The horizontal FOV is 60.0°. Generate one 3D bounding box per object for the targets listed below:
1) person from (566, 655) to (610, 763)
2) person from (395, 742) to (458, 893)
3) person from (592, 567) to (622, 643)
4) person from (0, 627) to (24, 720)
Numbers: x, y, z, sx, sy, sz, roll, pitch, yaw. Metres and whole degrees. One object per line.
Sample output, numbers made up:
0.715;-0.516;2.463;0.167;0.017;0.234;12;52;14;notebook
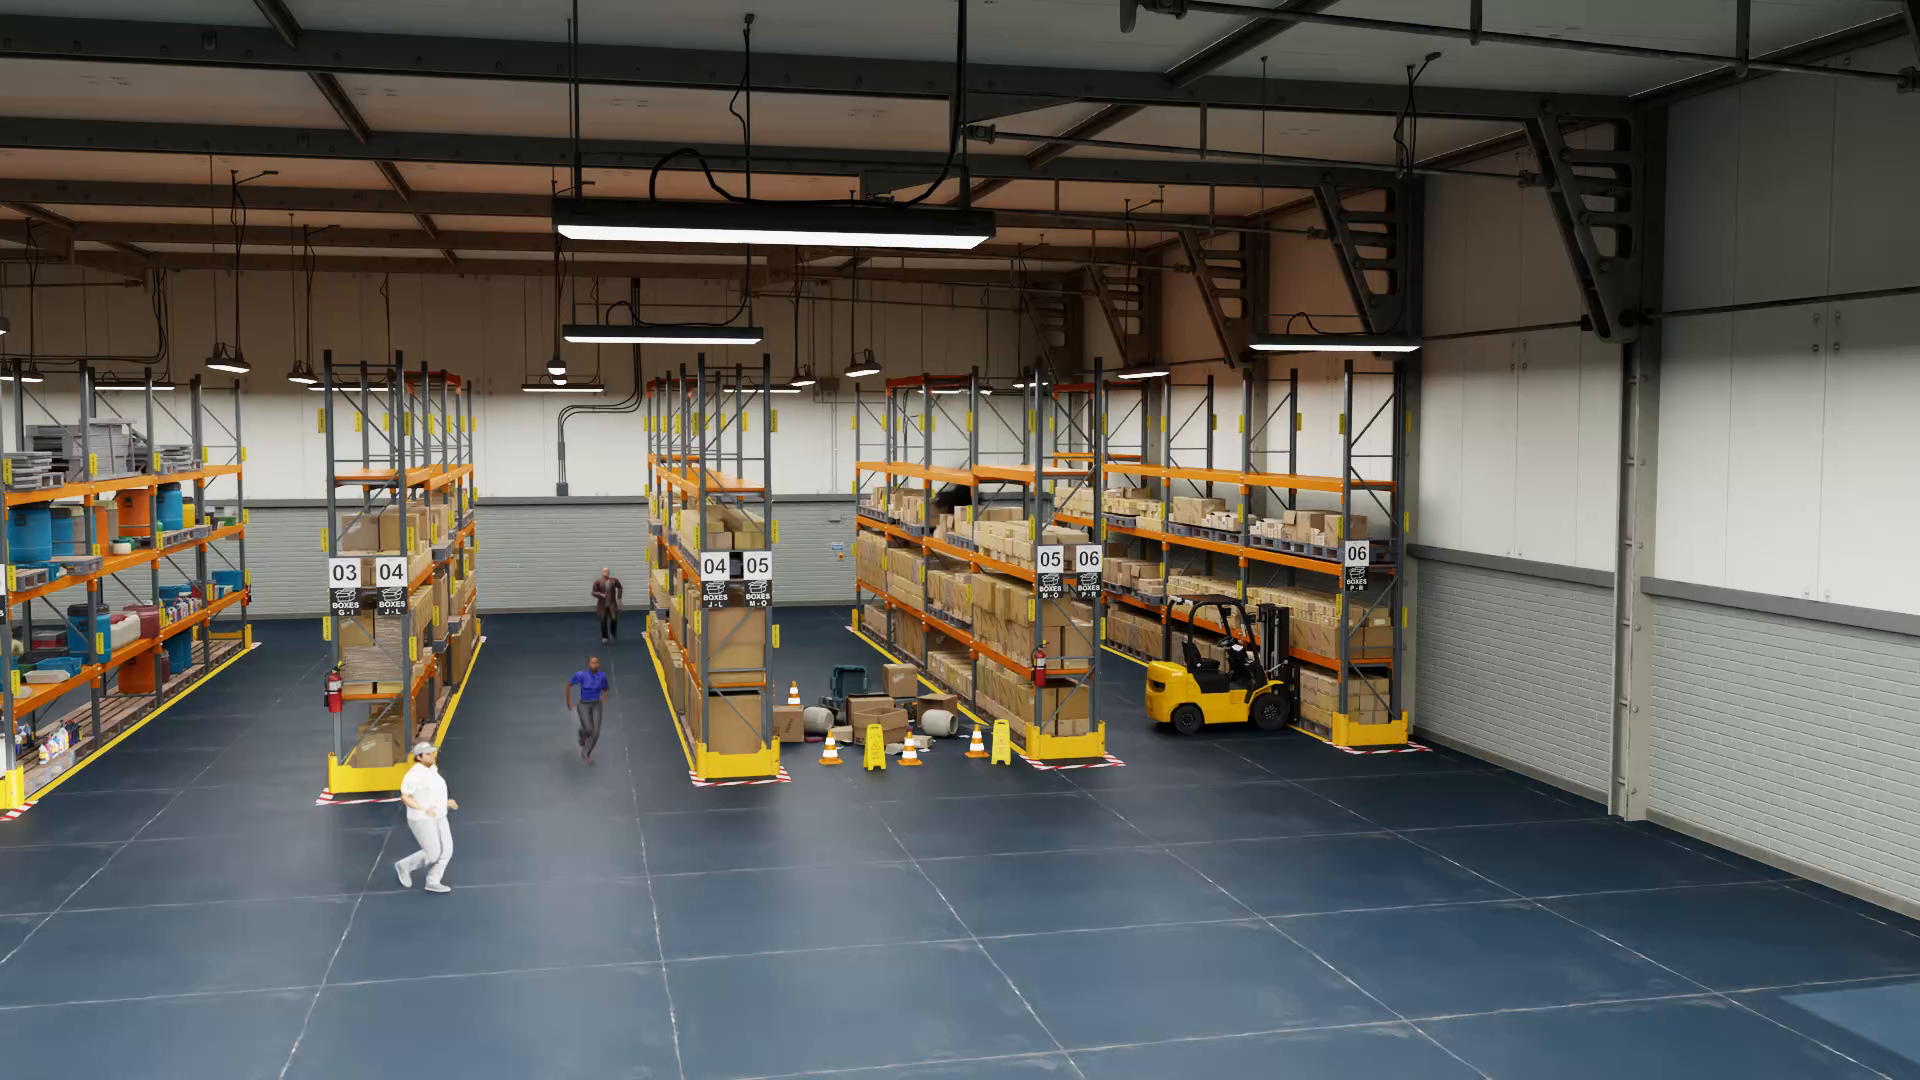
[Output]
-5.488;2.509;24.634;0.615;1.588;0.643;-2;5;-31;person
-5.712;2.958;17.769;0.578;1.615;0.605;1;4;14;person
-7.995;1.491;37.759;0.706;1.745;0.713;-1;4;-17;person
-16.191;2.247;28.263;0.618;1.620;0.643;-1;4;-8;person
